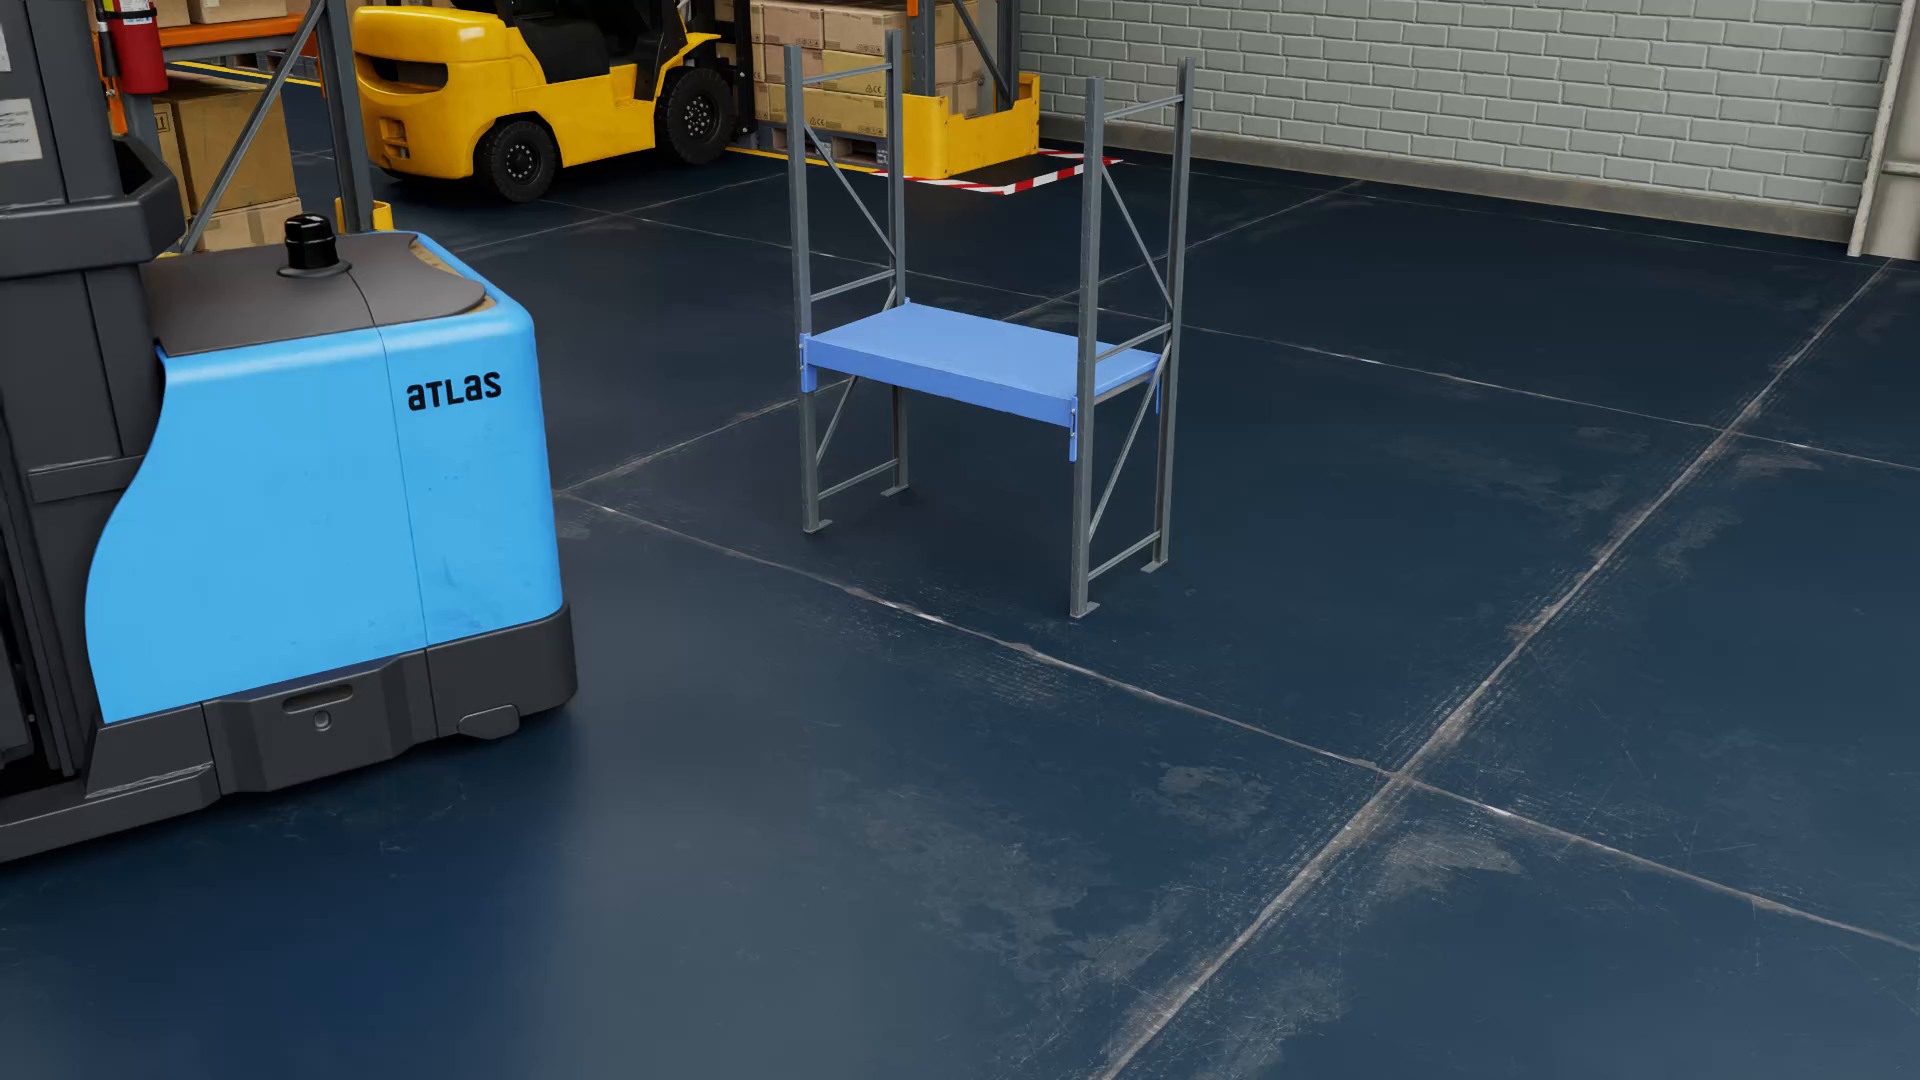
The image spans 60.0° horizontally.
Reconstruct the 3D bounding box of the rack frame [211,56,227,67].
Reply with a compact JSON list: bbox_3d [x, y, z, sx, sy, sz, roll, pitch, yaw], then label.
[{"bbox_3d":[-6.356,-5.772,14.630,0.127,3.000,1.000,17,29,33],"label":"rack frame"}]

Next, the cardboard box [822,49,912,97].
[{"bbox_3d":[-0.532,-3.017,10.647,0.500,0.250,0.500,16,29,33],"label":"cardboard box"}]

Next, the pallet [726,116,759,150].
[{"bbox_3d":[-1.564,-3.028,11.861,1.213,0.211,1.003,17,29,33],"label":"pallet"}]

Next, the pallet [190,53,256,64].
[{"bbox_3d":[-6.931,-4.689,15.630,1.213,0.211,1.003,17,29,33],"label":"pallet"}]

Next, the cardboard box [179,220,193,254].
[{"bbox_3d":[-3.756,-1.284,7.332,0.500,0.250,0.500,17,29,33],"label":"cardboard box"}]

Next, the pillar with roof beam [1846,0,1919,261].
[{"bbox_3d":[2.248,-4.202,3.627,0.400,9.000,9.100,17,29,33],"label":"pillar with roof beam"}]

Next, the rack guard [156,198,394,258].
[{"bbox_3d":[-2.989,-1.110,7.148,0.348,0.500,1.175,17,29,33],"label":"rack guard"}]

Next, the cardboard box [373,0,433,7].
[{"bbox_3d":[-4.196,-4.223,13.539,0.625,0.625,0.875,16,29,33],"label":"cardboard box"}]

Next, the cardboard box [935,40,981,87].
[{"bbox_3d":[-0.206,-3.181,11.019,0.500,0.250,0.500,17,29,34],"label":"cardboard box"}]

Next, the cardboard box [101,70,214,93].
[{"bbox_3d":[-3.849,-1.927,7.863,0.500,0.500,0.500,16,28,31],"label":"cardboard box"}]

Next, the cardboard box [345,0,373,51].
[{"bbox_3d":[-4.799,-4.404,13.950,0.625,0.625,0.875,15,28,31],"label":"cardboard box"}]

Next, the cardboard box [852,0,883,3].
[{"bbox_3d":[-0.628,-3.526,11.182,0.500,0.250,0.500,17,29,33],"label":"cardboard box"}]

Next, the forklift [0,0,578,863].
[{"bbox_3d":[-2.494,-0.740,3.295,3.031,2.935,1.130,-14,27,-29],"label":"forklift"}]

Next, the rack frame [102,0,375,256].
[{"bbox_3d":[-2.929,-2.235,6.603,0.127,3.000,1.000,17,29,33],"label":"rack frame"}]

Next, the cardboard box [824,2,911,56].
[{"bbox_3d":[-0.510,-3.240,10.532,0.500,0.250,0.500,18,29,35],"label":"cardboard box"}]

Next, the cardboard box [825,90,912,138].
[{"bbox_3d":[-0.520,-2.783,10.736,0.500,0.250,0.500,17,29,34],"label":"cardboard box"}]

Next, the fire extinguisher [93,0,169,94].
[{"bbox_3d":[-3.113,-2.023,6.218,0.183,0.674,0.296,17,29,33],"label":"fire extinguisher"}]

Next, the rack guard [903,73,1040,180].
[{"bbox_3d":[0.065,-2.688,10.730,0.348,0.500,1.175,17,29,33],"label":"rack guard"}]

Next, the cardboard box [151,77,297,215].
[{"bbox_3d":[-3.428,-1.802,7.579,0.500,0.500,0.500,16,28,32],"label":"cardboard box"}]

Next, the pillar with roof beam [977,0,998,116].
[{"bbox_3d":[-2.553,-5.653,6.920,0.400,9.000,9.100,17,29,33],"label":"pillar with roof beam"}]

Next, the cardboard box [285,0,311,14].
[{"bbox_3d":[-5.338,-4.567,14.319,0.625,0.625,0.875,18,29,35],"label":"cardboard box"}]

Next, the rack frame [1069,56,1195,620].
[{"bbox_3d":[0.475,-0.543,4.622,0.032,1.500,0.500,17,29,33],"label":"rack frame"}]

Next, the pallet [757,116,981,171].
[{"bbox_3d":[-0.592,-2.733,11.191,1.213,0.211,1.003,17,29,33],"label":"pallet"}]

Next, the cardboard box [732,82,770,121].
[{"bbox_3d":[-1.307,-3.030,11.297,0.500,0.250,0.500,17,29,34],"label":"cardboard box"}]

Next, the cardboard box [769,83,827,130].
[{"bbox_3d":[-0.912,-2.906,11.016,0.500,0.250,0.500,17,29,33],"label":"cardboard box"}]

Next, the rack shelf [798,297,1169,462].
[{"bbox_3d":[0.068,-0.501,4.973,1.000,0.185,0.538,17,29,33],"label":"rack shelf"}]

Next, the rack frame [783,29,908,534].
[{"bbox_3d":[-0.339,-0.789,5.180,0.032,1.500,0.500,17,29,33],"label":"rack frame"}]

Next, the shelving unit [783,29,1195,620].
[{"bbox_3d":[0.068,-0.666,4.901,1.048,1.500,0.538,17,29,33],"label":"shelving unit"}]

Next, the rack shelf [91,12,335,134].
[{"bbox_3d":[-4.529,-2.390,7.845,4.000,0.370,1.077,17,29,33],"label":"rack shelf"}]

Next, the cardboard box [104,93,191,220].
[{"bbox_3d":[-3.726,-1.622,7.170,0.500,0.500,0.500,17,29,34],"label":"cardboard box"}]

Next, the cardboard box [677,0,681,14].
[{"bbox_3d":[-1.733,-3.605,11.361,0.500,0.250,0.500,16,28,32],"label":"cardboard box"}]

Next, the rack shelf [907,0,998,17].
[{"bbox_3d":[-1.555,-3.992,11.482,4.000,0.370,1.077,17,29,33],"label":"rack shelf"}]

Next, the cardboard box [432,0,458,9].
[{"bbox_3d":[-3.580,-4.033,13.107,0.625,0.625,0.875,18,30,36],"label":"cardboard box"}]

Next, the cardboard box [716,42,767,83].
[{"bbox_3d":[-1.352,-3.260,11.198,0.500,0.250,0.500,16,28,32],"label":"cardboard box"}]

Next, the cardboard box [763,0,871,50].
[{"bbox_3d":[-0.922,-3.361,10.808,0.500,0.250,0.500,17,29,34],"label":"cardboard box"}]

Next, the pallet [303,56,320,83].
[{"bbox_3d":[-4.749,-3.989,14.042,1.213,0.211,1.003,17,29,33],"label":"pallet"}]

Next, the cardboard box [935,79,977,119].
[{"bbox_3d":[-0.230,-2.953,11.122,0.500,0.250,0.500,17,29,34],"label":"cardboard box"}]

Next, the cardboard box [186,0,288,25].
[{"bbox_3d":[-3.076,-2.269,6.991,0.250,0.149,0.380,17,29,33],"label":"cardboard box"}]

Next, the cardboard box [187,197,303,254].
[{"bbox_3d":[-3.408,-1.453,7.718,0.500,0.250,0.500,17,29,33],"label":"cardboard box"}]

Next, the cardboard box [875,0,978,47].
[{"bbox_3d":[-0.226,-3.406,10.910,0.500,0.250,0.500,16,29,33],"label":"cardboard box"}]

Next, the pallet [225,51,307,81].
[{"bbox_3d":[-5.721,-4.284,14.712,1.213,0.211,1.003,17,29,33],"label":"pallet"}]

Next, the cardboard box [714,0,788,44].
[{"bbox_3d":[-1.332,-3.480,11.078,0.500,0.250,0.500,17,29,34],"label":"cardboard box"}]

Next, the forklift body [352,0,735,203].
[{"bbox_3d":[-2.566,-3.319,10.116,1.214,2.155,2.313,17,29,33],"label":"forklift body"}]

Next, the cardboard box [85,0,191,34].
[{"bbox_3d":[-3.356,-2.142,6.702,0.250,0.149,0.380,18,29,35],"label":"cardboard box"}]

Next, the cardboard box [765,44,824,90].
[{"bbox_3d":[-0.926,-3.142,10.930,0.500,0.250,0.500,16,29,33],"label":"cardboard box"}]

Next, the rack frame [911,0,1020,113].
[{"bbox_3d":[0.045,-3.838,10.240,0.127,3.000,1.000,17,29,33],"label":"rack frame"}]
